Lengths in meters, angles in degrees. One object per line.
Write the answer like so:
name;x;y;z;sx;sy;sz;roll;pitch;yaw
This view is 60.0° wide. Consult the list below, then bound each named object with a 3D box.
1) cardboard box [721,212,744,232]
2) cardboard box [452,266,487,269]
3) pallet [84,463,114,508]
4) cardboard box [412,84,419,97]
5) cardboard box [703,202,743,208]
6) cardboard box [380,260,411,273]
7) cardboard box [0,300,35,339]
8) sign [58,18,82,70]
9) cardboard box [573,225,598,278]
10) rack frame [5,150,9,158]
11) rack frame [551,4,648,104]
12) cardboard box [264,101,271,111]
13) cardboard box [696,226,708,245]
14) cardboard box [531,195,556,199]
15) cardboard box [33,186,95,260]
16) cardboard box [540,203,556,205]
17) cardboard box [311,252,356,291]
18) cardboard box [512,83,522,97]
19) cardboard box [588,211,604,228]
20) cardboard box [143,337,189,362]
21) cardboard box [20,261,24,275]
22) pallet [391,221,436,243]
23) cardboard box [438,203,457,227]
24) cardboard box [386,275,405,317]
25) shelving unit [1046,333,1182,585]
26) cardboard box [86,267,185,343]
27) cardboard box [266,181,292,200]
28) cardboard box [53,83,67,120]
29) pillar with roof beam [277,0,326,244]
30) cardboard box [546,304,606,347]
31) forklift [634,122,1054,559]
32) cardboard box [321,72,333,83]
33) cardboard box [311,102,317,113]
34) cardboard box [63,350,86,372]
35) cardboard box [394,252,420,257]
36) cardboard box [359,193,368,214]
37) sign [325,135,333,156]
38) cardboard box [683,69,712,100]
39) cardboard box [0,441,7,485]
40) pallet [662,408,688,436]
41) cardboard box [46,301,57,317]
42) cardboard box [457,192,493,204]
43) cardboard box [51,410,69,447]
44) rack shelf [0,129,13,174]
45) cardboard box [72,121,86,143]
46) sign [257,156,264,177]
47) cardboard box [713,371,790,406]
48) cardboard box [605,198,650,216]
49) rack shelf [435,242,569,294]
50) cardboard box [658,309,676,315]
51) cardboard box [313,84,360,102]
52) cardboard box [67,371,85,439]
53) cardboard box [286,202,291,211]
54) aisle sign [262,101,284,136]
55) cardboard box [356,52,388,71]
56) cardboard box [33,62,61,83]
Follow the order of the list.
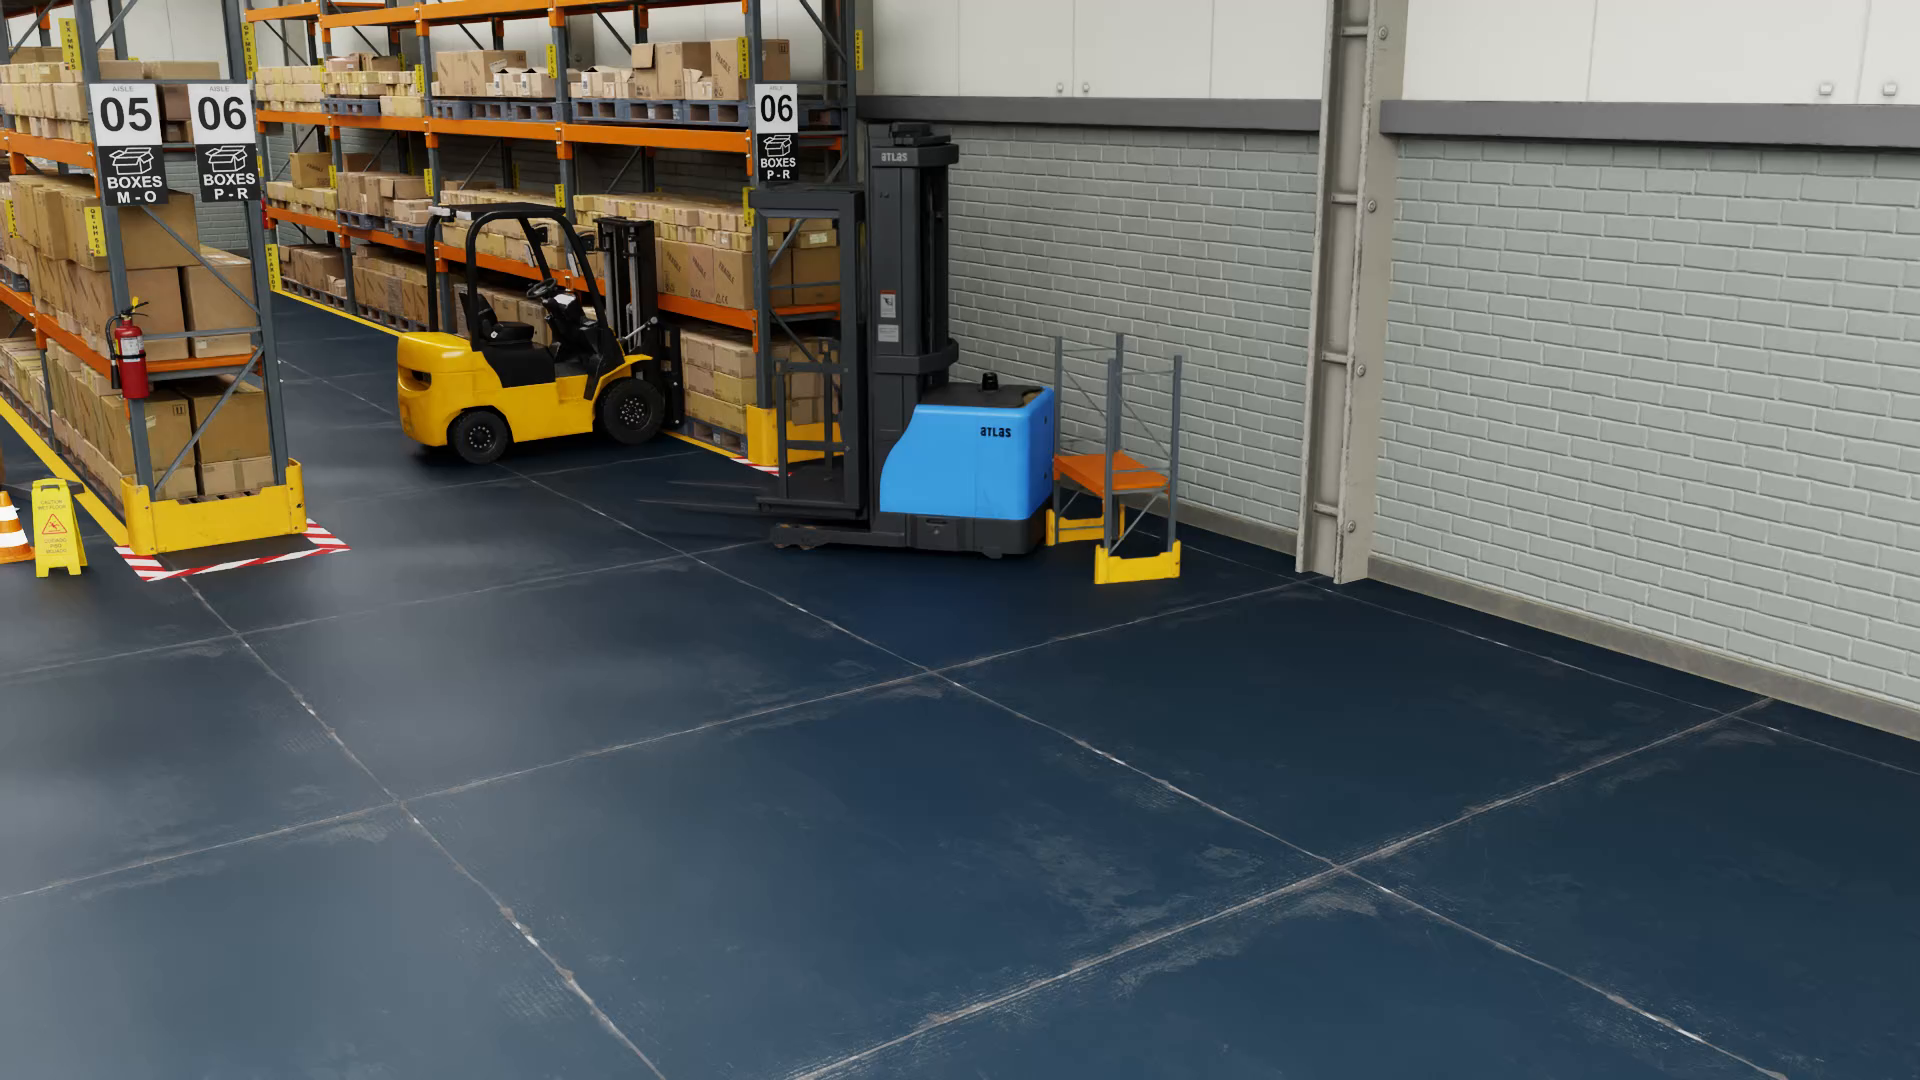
cardboard box;-1.881;-2.808;14.672;0.380;0.149;0.250;-11;19;-34
cardboard box;-6.519;-3.564;22.125;0.380;0.149;0.250;-12;19;-37
pallet;-6.550;-0.551;13.690;1.003;0.211;1.213;-11;19;-35
cardboard box;-6.574;-5.584;20.641;0.380;0.149;0.250;-11;19;-36
cardboard box;-2.241;-3.156;15.943;0.380;0.149;0.250;-11;19;-34
cardboard box;-7.716;-3.750;22.808;0.380;0.149;0.250;-11;19;-35
cardboard box;-10.386;-2.487;18.710;0.875;0.875;0.875;-11;19;-35
sign;-5.804;-3.233;10.846;0.100;0.325;0.005;-11;19;-35
cardboard box;-3.632;-2.979;17.089;0.500;0.500;0.500;-12;19;-36
rack frame;-12.399;-4.003;21.020;1.000;3.000;0.127;-11;19;-35
rack frame;-3.682;-5.960;16.804;1.000;3.000;0.127;-11;19;-35
cardboard box;-10.738;-6.850;26.215;0.380;0.149;0.250;-10;18;-33
cardboard box;-2.174;-2.773;15.108;0.380;0.149;0.250;-11;19;-35
cardboard box;-4.761;-3.918;19.292;0.380;0.149;0.250;-10;18;-33
cardboard box;-6.494;-2.392;12.486;0.700;0.500;0.500;-11;19;-35
cardboard box;-4.330;-3.578;18.050;0.380;0.149;0.250;-11;19;-35
cardboard box;-9.373;-4.070;25.203;0.700;0.500;0.500;-12;19;-37
cardboard box;-4.574;-4.830;17.850;0.380;0.149;0.250;-11;19;-35
cardboard box;-3.554;-3.263;16.898;0.380;0.149;0.250;-10;18;-33
cardboard box;-5.736;-1.366;11.861;0.380;0.149;0.250;-10;18;-33
cardboard box;-8.361;-2.502;15.217;0.380;0.149;0.250;-12;19;-36
pallet;-6.489;-3.961;21.231;1.213;0.211;1.003;-11;19;-35
cardboard box;-5.991;-3.952;20.172;0.500;0.250;0.500;-11;19;-35
cardboard box;-7.372;-3.302;22.397;0.500;0.500;0.500;-12;19;-37
shelving unit;1.045;-0.585;11.374;0.587;1.500;1.083;-4;16;-16
cardboard box;-5.885;-1.705;11.872;0.500;0.500;0.500;-11;19;-36
cardboard box;-10.689;-5.561;26.432;0.500;0.250;0.500;-11;19;-34
cardboard box;-6.146;-3.136;11.889;0.500;0.250;0.500;-11;19;-35
pillar with roof beam;-15.076;-8.569;26.340;9.100;9.000;0.400;-11;19;-35
cardboard box;-3.998;-2.233;18.255;0.875;0.625;0.625;-10;18;-32
forklift;-0.868;-1.474;11.909;3.031;2.935;1.130;4;16;14
cardboard box;-8.565;-6.362;22.885;0.380;0.149;0.250;-10;18;-33
cardboard box;-9.128;-6.242;23.995;0.380;0.149;0.250;-10;18;-33
cardboard box;-7.077;-1.475;13.548;0.380;0.149;0.250;-10;18;-31
cardboard box;-7.936;-4.050;23.903;0.380;0.149;0.250;-12;19;-37
cardboard box;-7.879;-4.556;22.498;0.396;0.266;0.258;-10;18;-32
sign;-10.277;-6.421;27.063;0.100;0.325;0.005;-11;19;-35
cardboard box;-2.212;-4.029;14.701;0.396;0.266;0.258;-11;19;-34
cardboard box;-8.165;-0.650;13.500;0.500;0.500;0.500;1;15;4
pallet;-2.527;-1.284;16.367;1.003;0.211;1.213;-11;19;-35
cardboard box;-7.578;-2.011;14.216;0.380;0.149;0.250;-10;18;-33
cardboard box;-5.755;-4.060;19.809;0.380;0.149;0.250;-10;18;-33
cardboard box;-7.566;-1.003;14.472;0.500;0.250;0.500;-12;19;-37
rack shelf;-8.871;-3.822;16.038;1.077;0.370;4.000;-11;19;-35
cardboard box;-5.952;-2.847;11.590;0.380;0.149;0.250;-11;19;-34
sign;-11.176;-5.962;26.536;0.100;0.325;0.005;-11;19;-35
cardboard box;-1.869;-1.385;14.919;0.500;0.250;0.500;-11;19;-35
cardboard box;-3.282;-3.291;16.435;0.380;0.149;0.250;-10;18;-33
rack shelf;-4.858;-3.146;19.251;1.077;0.370;4.000;-11;19;-35
cardboard box;-2.926;-2.244;17.111;0.500;0.250;0.500;-11;19;-35
cardboard box;-8.872;-6.356;23.657;0.500;0.250;0.500;-11;19;-34
cardboard box;-6.938;-1.141;13.557;0.500;0.500;0.500;-10;18;-32
cardboard box;-10.298;-5.233;25.990;0.380;0.149;0.250;-10;18;-33
aisle sign;-11.015;-6.851;26.502;0.394;0.787;0.004;-11;19;-35
cardboard box;-8.150;-6.639;23.112;0.396;0.266;0.258;-11;19;-35
cardboard box;-6.709;-3.499;12.463;0.380;0.149;0.250;-10;18;-33
